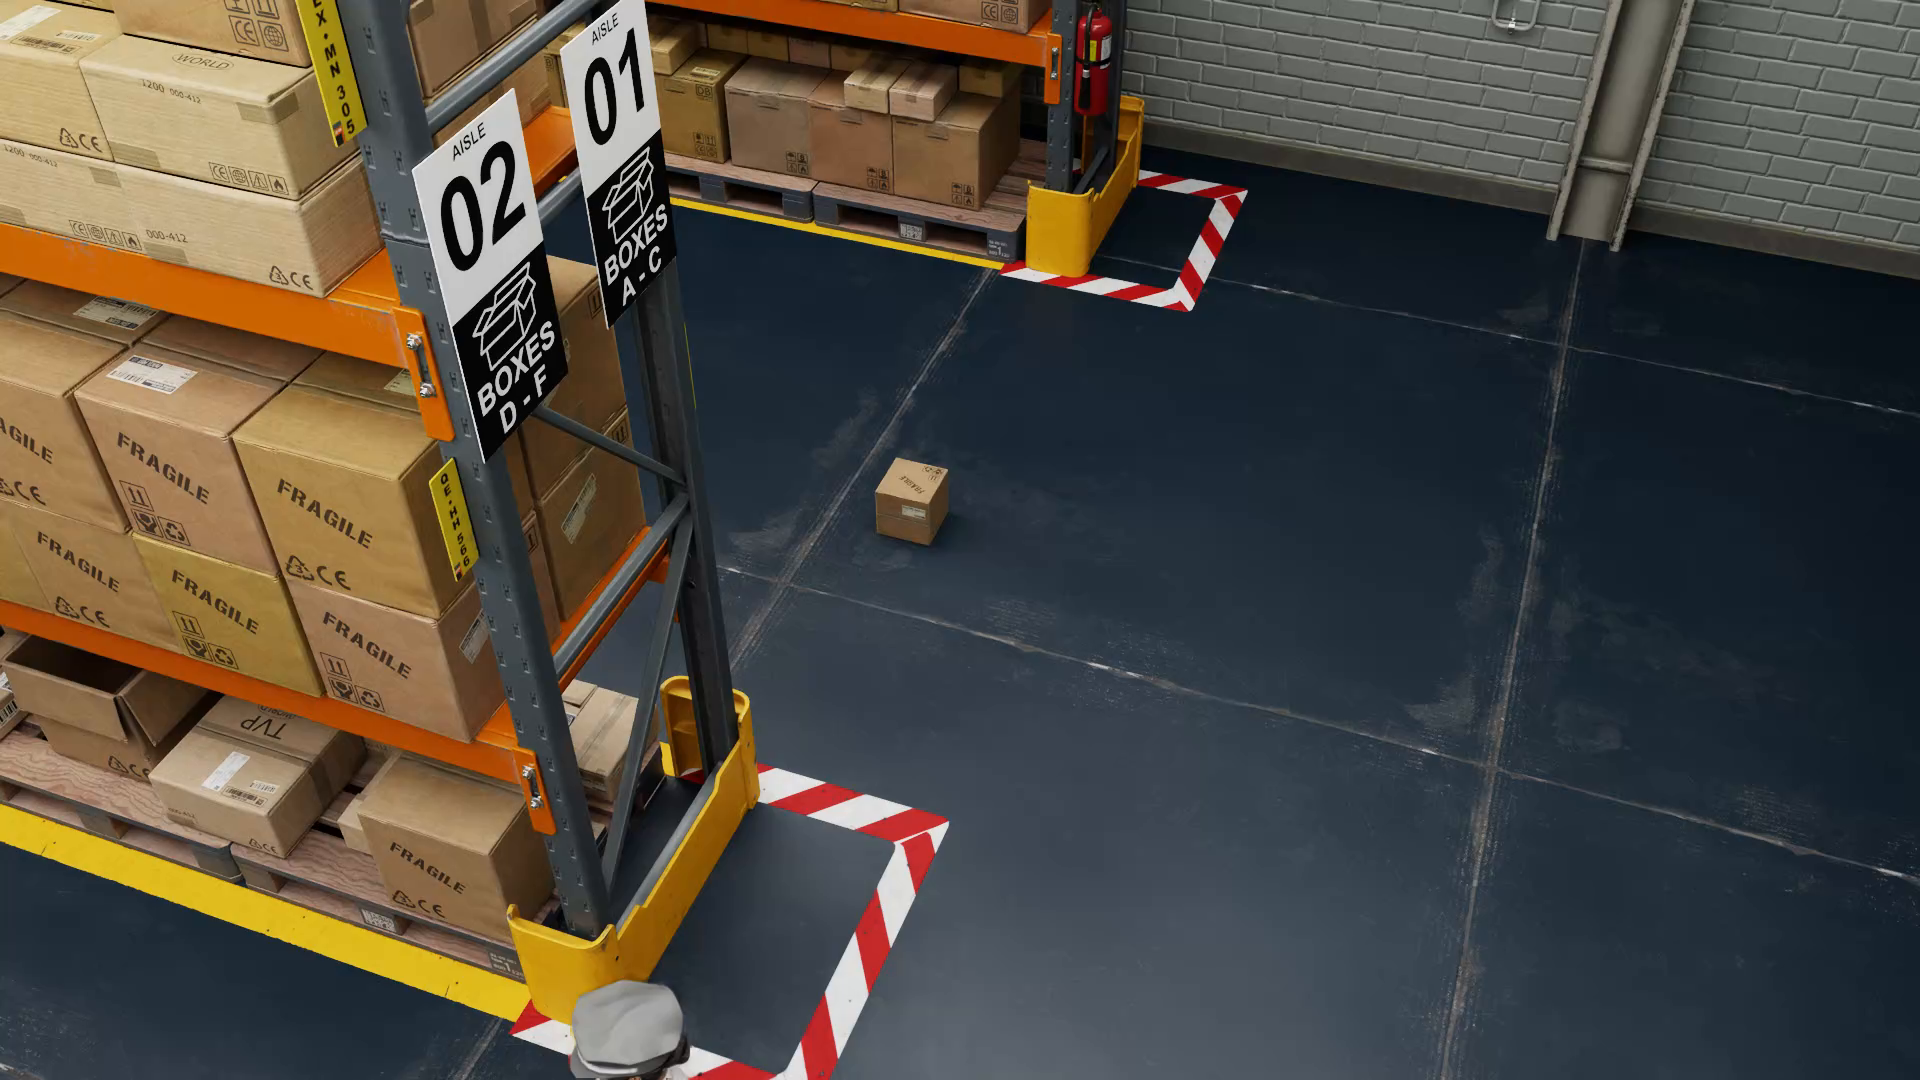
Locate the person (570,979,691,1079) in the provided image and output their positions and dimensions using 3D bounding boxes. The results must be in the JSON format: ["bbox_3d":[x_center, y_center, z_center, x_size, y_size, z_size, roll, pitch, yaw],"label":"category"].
[{"bbox_3d":[-0.738,1.760,4.189,0.468,1.697,0.544,-24,47,-25],"label":"person"}]
